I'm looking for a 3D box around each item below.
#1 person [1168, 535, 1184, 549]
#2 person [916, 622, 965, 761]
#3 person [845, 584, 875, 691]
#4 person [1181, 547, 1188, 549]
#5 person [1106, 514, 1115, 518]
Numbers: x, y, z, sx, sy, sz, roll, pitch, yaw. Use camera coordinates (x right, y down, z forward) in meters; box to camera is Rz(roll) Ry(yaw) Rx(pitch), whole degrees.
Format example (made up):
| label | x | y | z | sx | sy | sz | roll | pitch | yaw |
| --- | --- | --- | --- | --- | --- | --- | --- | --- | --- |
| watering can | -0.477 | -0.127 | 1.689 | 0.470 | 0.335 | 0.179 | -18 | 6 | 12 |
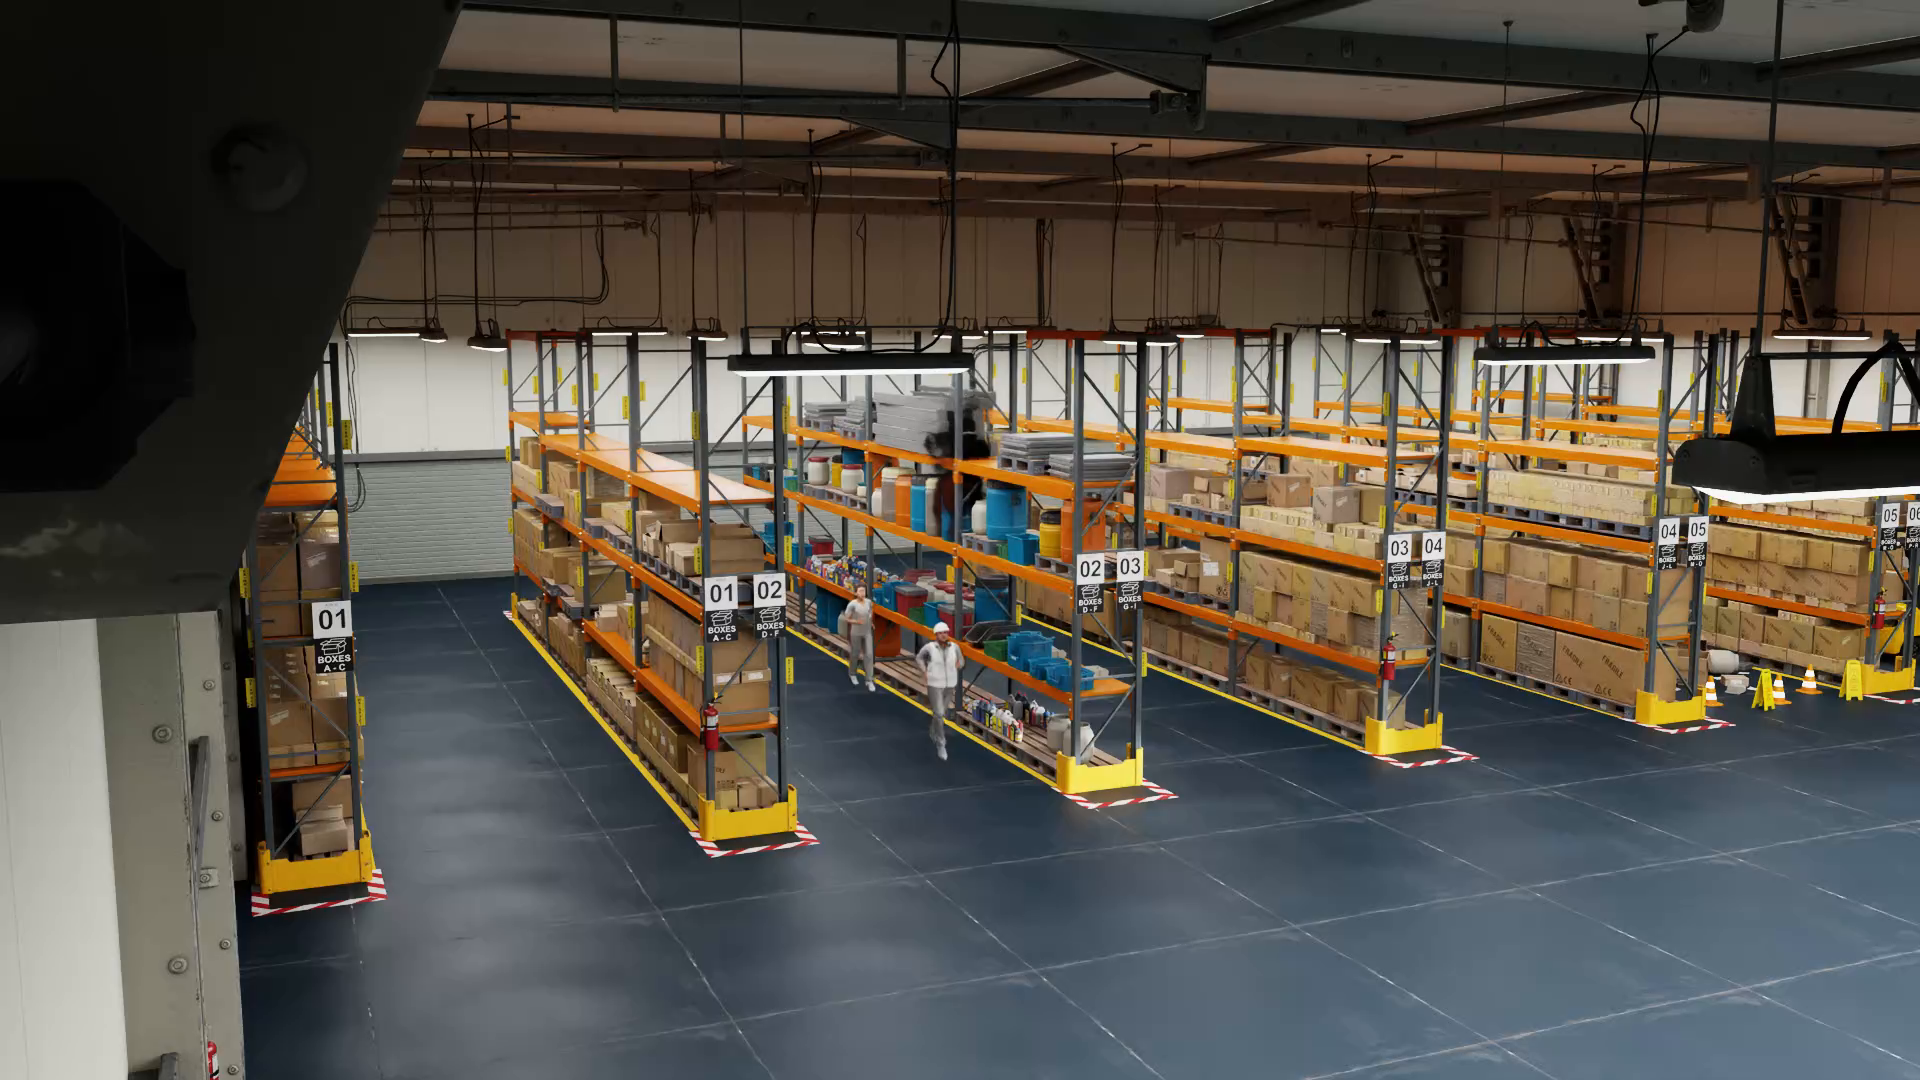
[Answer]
| label | x | y | z | sx | sy | sz | roll | pitch | yaw |
| --- | --- | --- | --- | --- | --- | --- | --- | --- | --- |
| person | 5.471 | -0.186 | 41.762 | 0.586 | 1.688 | 0.742 | 4 | 9 | 24 |
| person | -0.234 | 2.058 | 23.054 | 0.628 | 1.881 | 0.750 | -4 | 9 | -25 |
| person | -1.603 | 1.547 | 26.908 | 0.566 | 1.697 | 0.889 | -4 | 9 | -24 |
| person | 4.458 | 0.993 | 32.942 | 0.690 | 1.746 | 0.619 | -3 | 8 | -22 |
| person | 3.454 | 0.190 | 39.439 | 0.696 | 1.634 | 0.698 | 1 | 8 | 4 |
